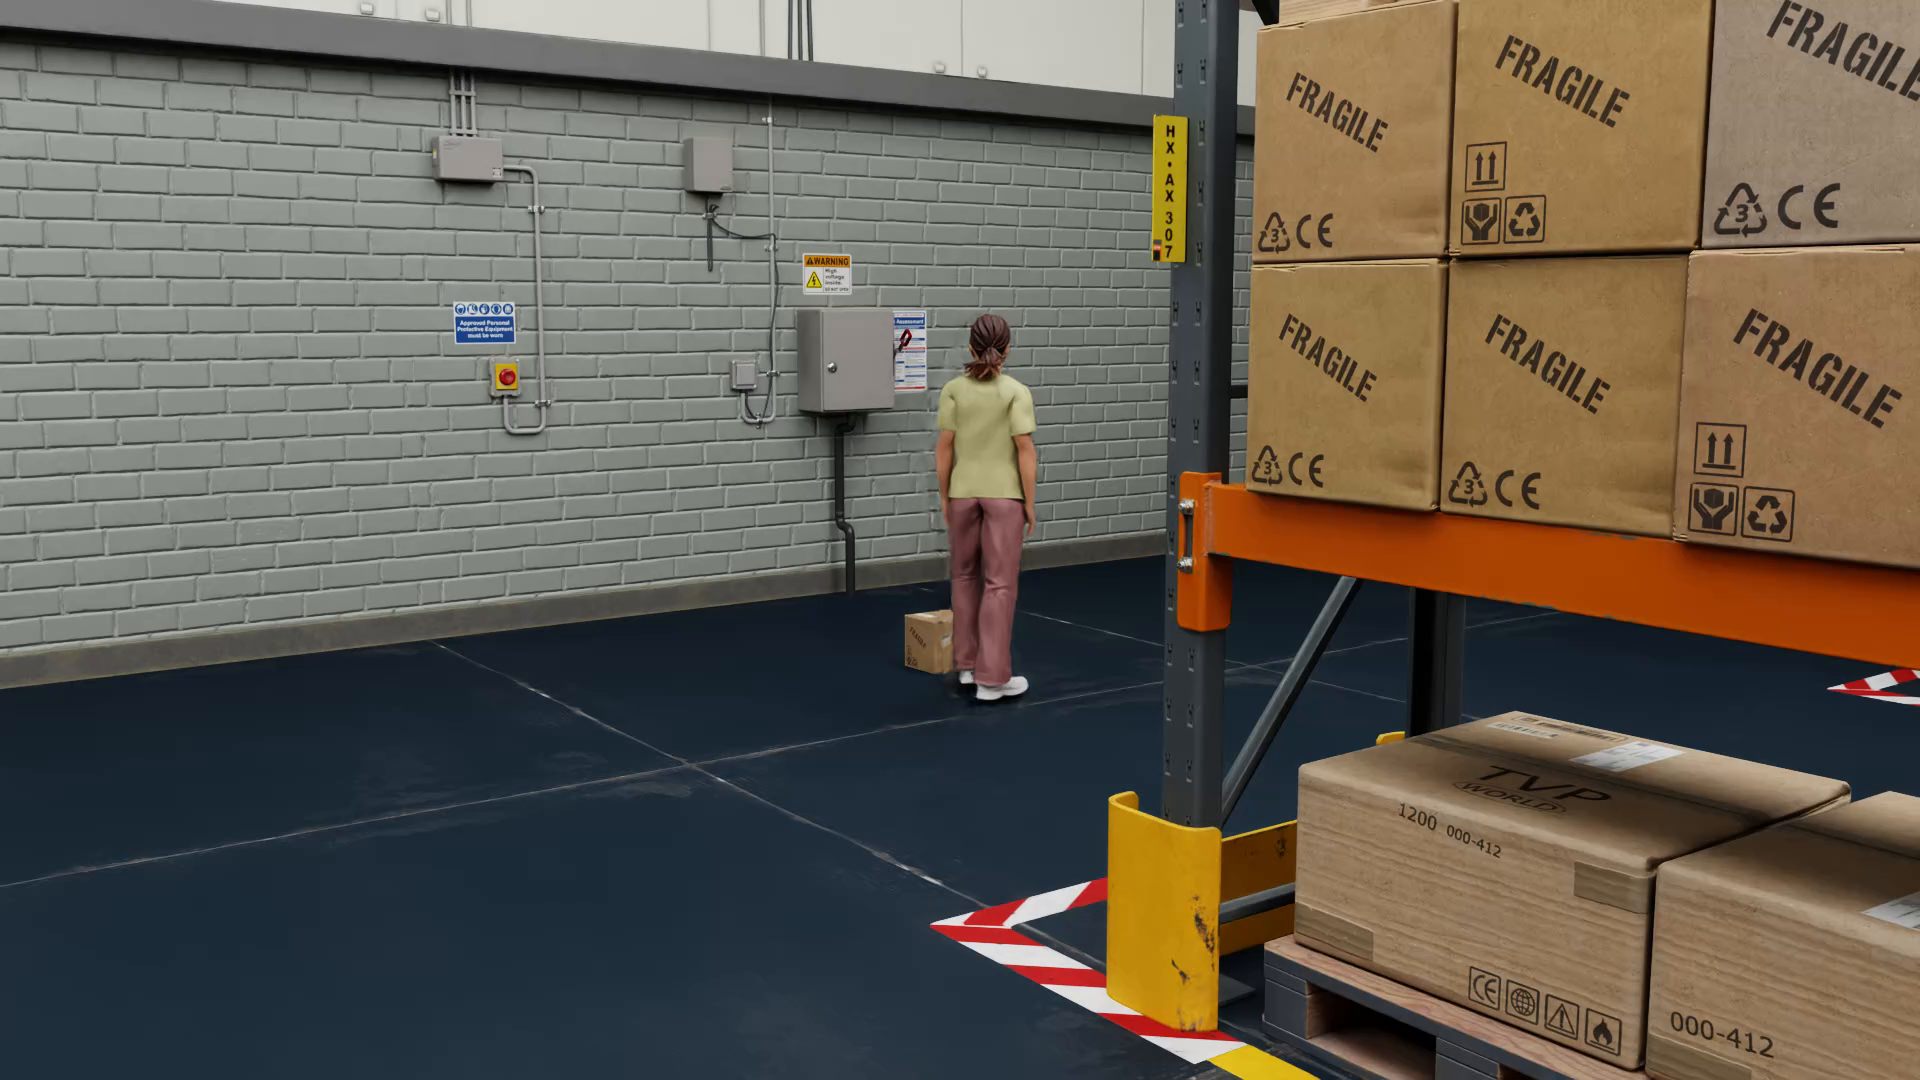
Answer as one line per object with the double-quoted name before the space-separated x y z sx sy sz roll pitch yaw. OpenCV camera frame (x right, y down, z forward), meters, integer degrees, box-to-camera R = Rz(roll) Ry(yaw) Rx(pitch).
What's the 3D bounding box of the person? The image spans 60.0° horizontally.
"person" 0.142 -0.156 7.351 0.453 1.668 0.525 3 8 18
